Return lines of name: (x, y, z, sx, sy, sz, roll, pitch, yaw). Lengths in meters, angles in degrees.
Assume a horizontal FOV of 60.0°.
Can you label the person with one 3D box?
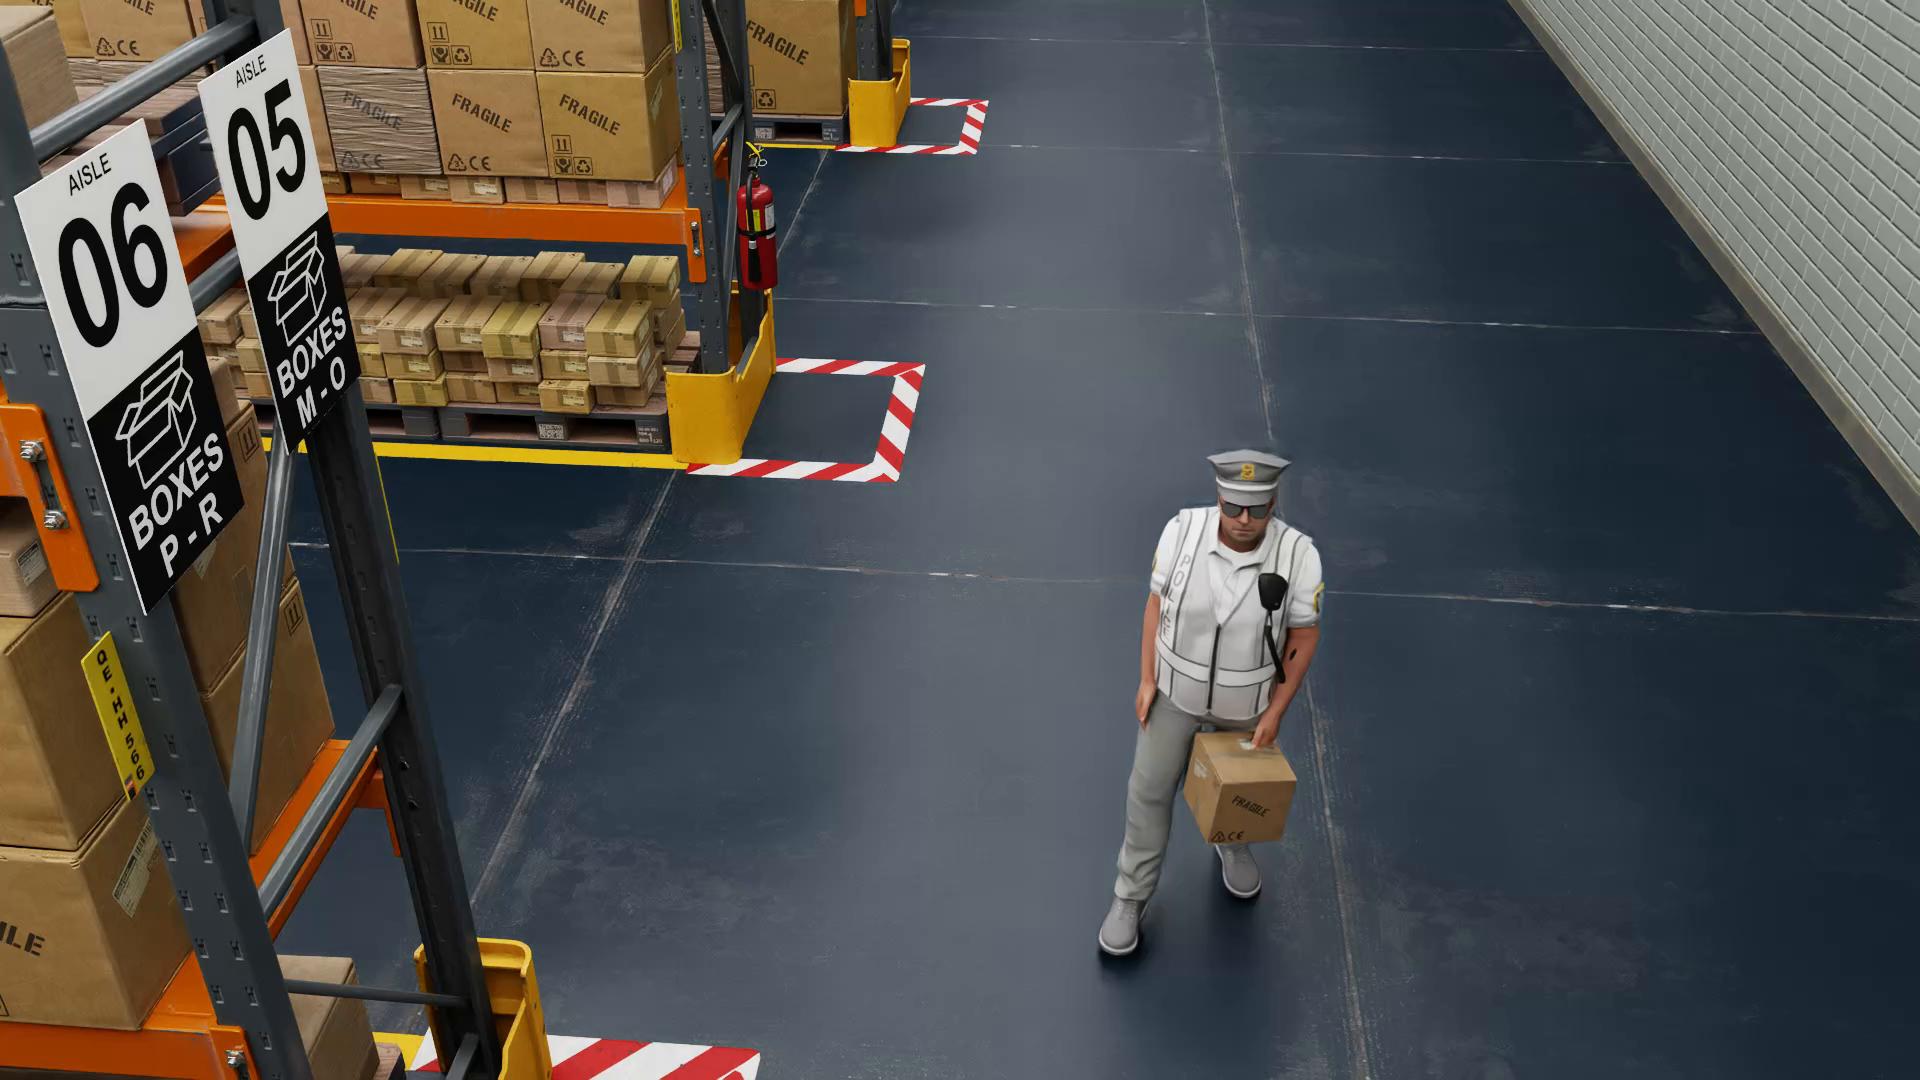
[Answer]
person: (0.811, 0.509, 5.273, 0.585, 1.760, 0.738, 7, 32, 11)
